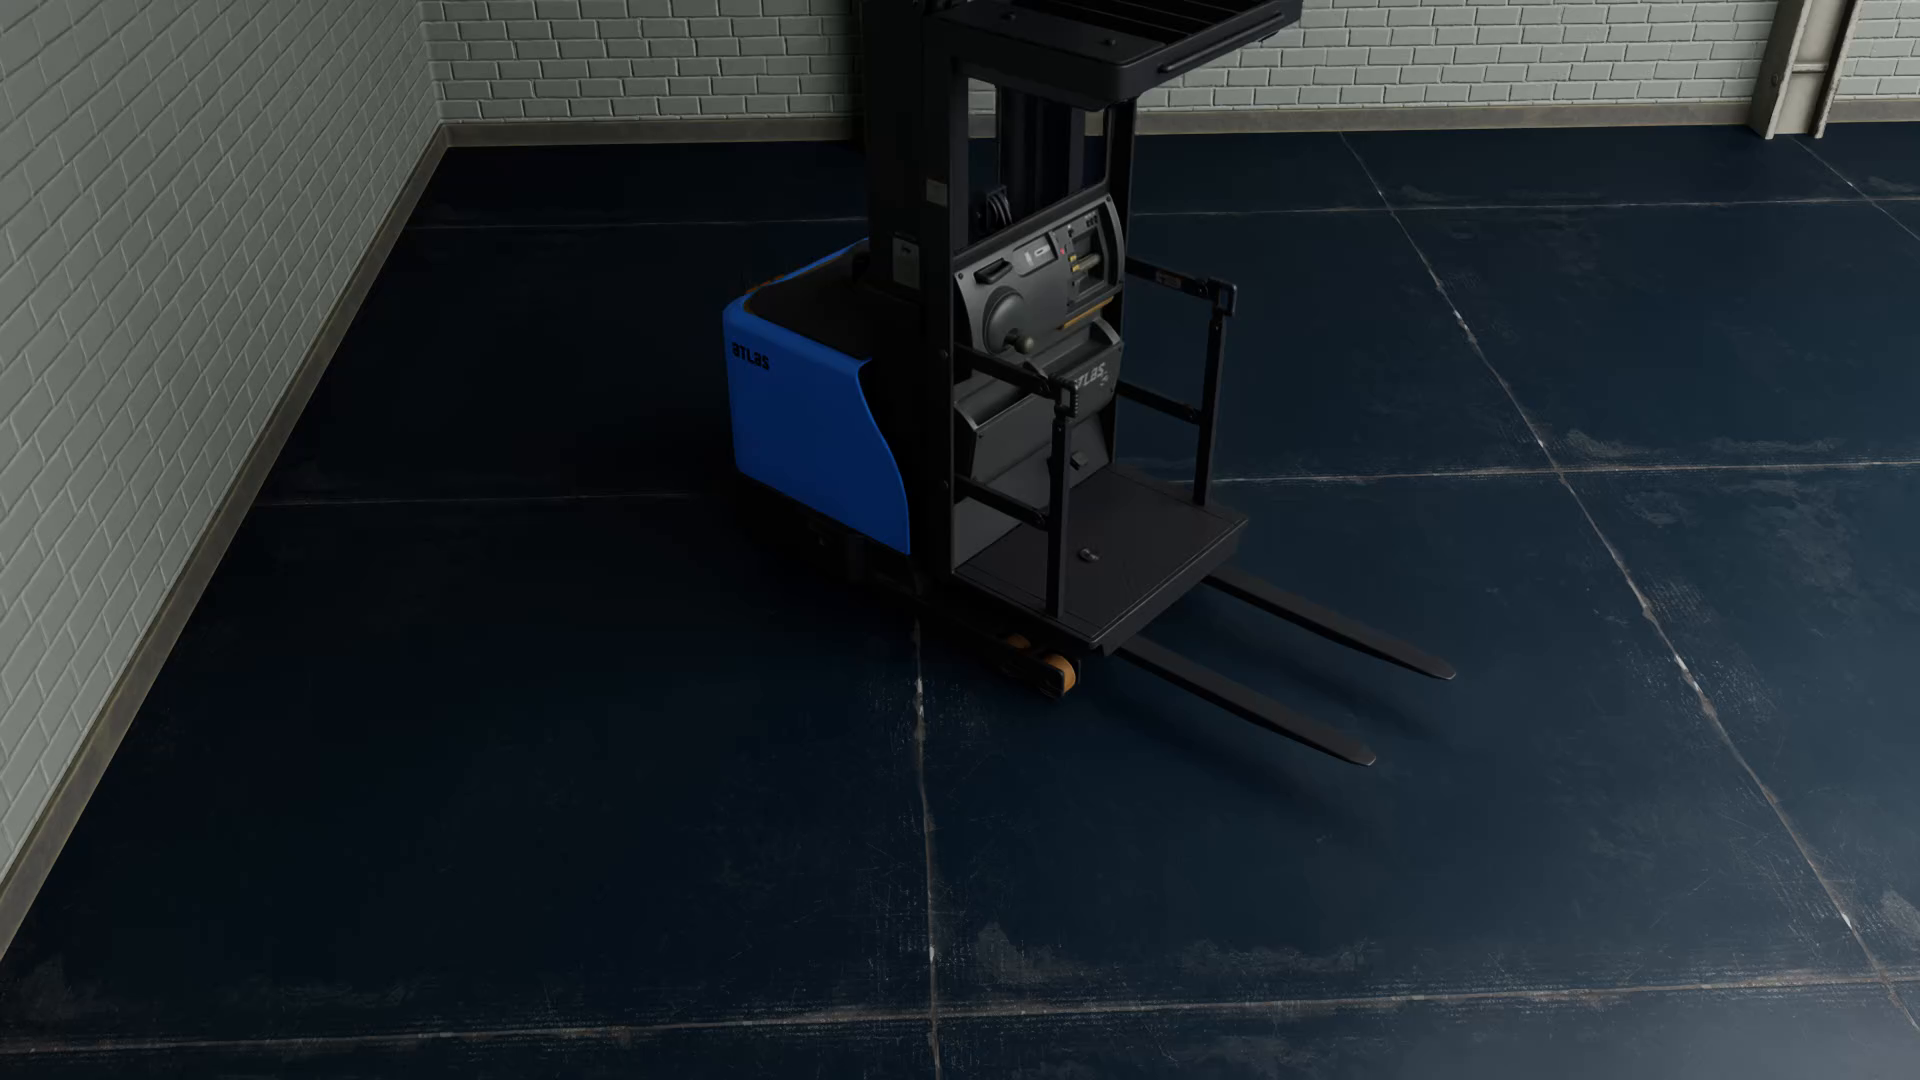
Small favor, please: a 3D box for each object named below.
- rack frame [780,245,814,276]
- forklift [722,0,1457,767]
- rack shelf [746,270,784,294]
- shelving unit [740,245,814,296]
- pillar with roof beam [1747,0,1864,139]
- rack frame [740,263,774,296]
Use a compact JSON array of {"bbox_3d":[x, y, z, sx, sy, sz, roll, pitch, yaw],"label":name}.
[{"bbox_3d":[-0.707,-0.823,7.516,0.200,1.050,0.008,26,42,32],"label":"rack frame"},{"bbox_3d":[0.468,-0.943,6.036,3.031,2.935,1.130,26,42,32],"label":"forklift"},{"bbox_3d":[-0.786,-0.994,7.284,0.215,0.259,0.240,26,42,32],"label":"rack shelf"},{"bbox_3d":[-0.786,-0.769,7.439,0.215,1.050,0.252,26,42,32],"label":"shelving unit"},{"bbox_3d":[5.780,-4.030,5.166,0.400,9.000,9.100,-2,35,-2],"label":"pillar with roof beam"},{"bbox_3d":[-0.864,-0.716,7.362,0.200,1.050,0.008,26,42,32],"label":"rack frame"}]
